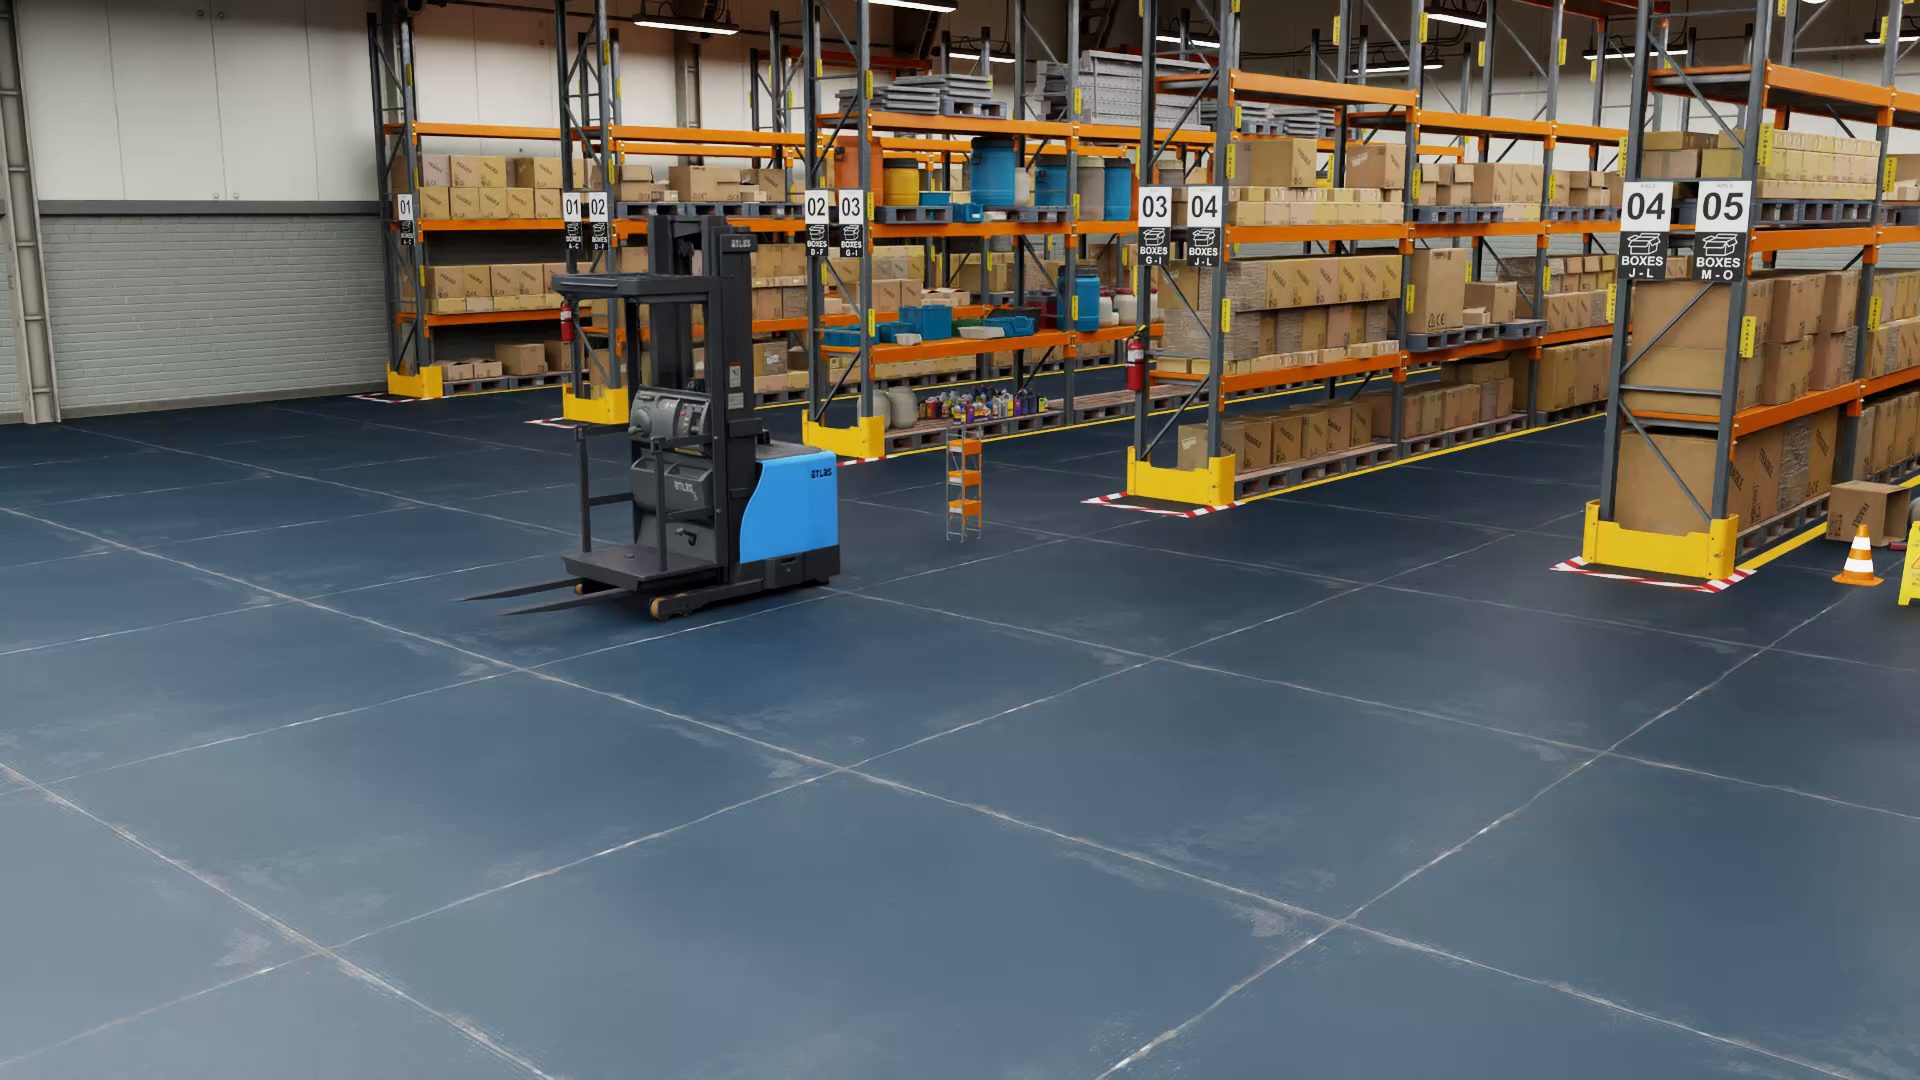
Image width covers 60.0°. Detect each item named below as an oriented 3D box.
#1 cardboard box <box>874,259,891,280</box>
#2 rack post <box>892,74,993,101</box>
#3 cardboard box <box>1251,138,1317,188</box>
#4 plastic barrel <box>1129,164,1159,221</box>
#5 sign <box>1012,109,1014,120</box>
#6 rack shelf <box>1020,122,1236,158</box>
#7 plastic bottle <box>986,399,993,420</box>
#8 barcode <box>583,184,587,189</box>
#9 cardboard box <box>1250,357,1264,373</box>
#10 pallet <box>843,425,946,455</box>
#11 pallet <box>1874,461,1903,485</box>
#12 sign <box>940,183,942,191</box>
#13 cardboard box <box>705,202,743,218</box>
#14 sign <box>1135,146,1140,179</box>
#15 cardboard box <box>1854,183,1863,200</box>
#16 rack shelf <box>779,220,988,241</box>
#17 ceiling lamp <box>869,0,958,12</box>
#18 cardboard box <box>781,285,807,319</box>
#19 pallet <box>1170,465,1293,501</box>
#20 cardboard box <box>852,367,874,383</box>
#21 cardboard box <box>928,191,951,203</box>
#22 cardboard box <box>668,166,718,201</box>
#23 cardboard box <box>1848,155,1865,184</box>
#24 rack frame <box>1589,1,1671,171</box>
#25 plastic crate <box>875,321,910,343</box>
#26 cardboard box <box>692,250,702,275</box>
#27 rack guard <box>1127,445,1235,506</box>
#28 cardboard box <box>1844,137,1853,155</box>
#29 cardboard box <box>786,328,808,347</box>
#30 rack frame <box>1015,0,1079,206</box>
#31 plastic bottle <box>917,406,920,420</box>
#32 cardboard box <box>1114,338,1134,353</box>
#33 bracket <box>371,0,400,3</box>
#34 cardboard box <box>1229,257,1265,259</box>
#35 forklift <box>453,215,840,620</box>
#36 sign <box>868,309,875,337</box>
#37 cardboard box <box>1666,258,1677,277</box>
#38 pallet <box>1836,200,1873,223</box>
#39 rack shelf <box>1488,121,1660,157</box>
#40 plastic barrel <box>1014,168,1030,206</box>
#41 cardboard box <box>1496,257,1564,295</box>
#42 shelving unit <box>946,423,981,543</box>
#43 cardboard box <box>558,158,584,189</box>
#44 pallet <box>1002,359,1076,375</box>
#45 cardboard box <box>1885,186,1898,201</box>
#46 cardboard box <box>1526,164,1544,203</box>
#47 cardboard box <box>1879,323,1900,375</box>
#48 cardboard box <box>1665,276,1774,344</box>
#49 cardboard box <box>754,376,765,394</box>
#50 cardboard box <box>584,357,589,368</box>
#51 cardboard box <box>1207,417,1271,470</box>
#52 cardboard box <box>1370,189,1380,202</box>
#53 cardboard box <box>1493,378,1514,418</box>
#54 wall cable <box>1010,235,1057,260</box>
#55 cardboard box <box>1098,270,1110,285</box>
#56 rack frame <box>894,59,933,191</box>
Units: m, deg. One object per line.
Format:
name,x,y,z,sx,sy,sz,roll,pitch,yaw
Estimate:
cardboard box,-1.771,-5.540,34.264,0.500,0.500,0.500,10,15,40
rack post,-0.212,-5.733,21.170,0.937,0.300,0.954,9,15,39
cardboard box,3.436,-3.993,17.633,0.500,0.500,0.500,10,15,40
plastic barrel,2.676,-5.208,24.913,0.600,0.830,0.708,10,15,40
sign,1.240,-9.724,38.170,0.100,0.325,0.005,10,15,40
rack shelf,2.493,-5.814,24.244,1.077,0.370,4.000,10,15,40
plastic bottle,0.389,-1.738,22.136,0.097,0.271,0.097,0,11,0
barcode,-5.349,-5.042,23.695,0.001,0.075,0.075,10,15,40
cardboard box,2.976,-1.855,17.522,0.380,0.149,0.250,10,15,40
pallet,-0.912,-1.307,21.257,1.003,0.211,1.213,10,15,40
pallet,9.810,-0.767,18.550,1.003,0.211,1.213,10,15,40
sign,-0.311,-6.152,29.413,0.100,0.325,0.005,10,15,40
cardboard box,-4.554,-6.349,31.407,0.637,0.503,0.797,-10,15,-40
sign,1.849,-3.878,17.090,0.100,0.325,0.005,10,15,40
cardboard box,8.217,-3.263,15.585,0.380,0.149,0.250,10,15,41
rack shelf,-1.225,-5.181,27.708,1.077,0.370,4.000,10,15,40
ceiling lamp,-0.607,-9.203,23.447,0.800,3.185,2.000,10,15,40
cardboard box,-2.834,-3.751,26.117,0.700,0.500,0.500,9,15,39
pallet,2.866,-0.657,18.001,1.003,0.211,1.213,10,15,40
cardboard box,-1.755,-2.728,27.198,0.500,0.250,0.500,10,15,42
cardboard box,-0.495,-5.807,28.316,0.500,0.250,0.500,10,15,42
cardboard box,-3.884,-5.183,24.199,0.500,0.500,0.500,10,15,40
cardboard box,8.086,-3.449,15.497,0.500,0.250,0.500,10,15,40
rack frame,10.174,-6.606,25.348,1.000,3.000,0.127,10,15,40
plastic crate,-0.929,-2.673,21.354,0.499,0.251,0.408,10,15,40
cardboard box,-4.158,-4.092,24.512,0.700,0.500,0.500,10,15,41
rack guard,2.303,-0.684,17.397,1.175,0.500,0.348,10,15,40
cardboard box,7.882,-3.580,15.136,0.380,0.149,0.250,10,15,41
cardboard box,-3.045,-4.240,33.234,0.750,0.750,0.750,10,15,40
rack frame,1.173,-6.069,22.661,1.000,3.000,0.127,10,15,40
plastic bottle,-0.584,-1.709,22.170,0.097,0.201,0.097,0,11,0
cardboard box,3.175,-3.876,32.740,0.500,0.311,0.500,10,15,40
bracket,-9.104,-8.634,26.315,0.235,0.232,0.430,10,15,40
cardboard box,3.088,-2.844,18.263,0.500,0.500,0.500,10,15,40
forklift,-2.363,-0.959,12.570,1.130,2.935,3.031,11,16,43
sign,-1.057,-2.603,19.916,0.100,0.325,0.005,10,15,40
cardboard box,11.013,-4.213,26.393,0.500,0.500,0.500,10,15,40
pallet,8.005,-3.139,15.876,1.003,0.211,1.213,10,15,40
rack shelf,8.854,-5.763,23.984,1.077,0.370,4.000,10,15,40
plastic barrel,0.741,-4.821,22.713,0.421,0.512,0.421,0,11,0
cardboard box,8.029,-3.722,23.409,0.797,0.503,0.637,10,15,42
shelving unit,0.035,-0.523,15.187,0.215,1.050,0.252,10,15,40
cardboard box,-6.752,-6.237,28.301,0.500,0.500,0.500,11,16,43
pallet,1.422,-3.273,31.097,1.003,0.211,1.213,10,15,40
cardboard box,9.423,-3.554,17.041,0.250,0.149,0.380,10,15,40
cardboard box,7.407,-4.738,22.123,0.500,0.500,0.500,10,15,42
cardboard box,9.435,-1.997,17.333,0.500,0.500,0.500,10,15,41
cardboard box,6.480,-1.988,14.404,0.875,0.550,0.550,10,15,40
cardboard box,-3.344,-2.382,25.463,0.500,0.250,0.500,10,15,40
cardboard box,-6.600,-3.152,29.483,0.380,0.166,0.250,7,14,33
cardboard box,3.047,-1.061,18.211,0.500,0.500,0.500,-7,13,-33
cardboard box,4.550,-3.919,18.919,0.380,0.149,0.250,9,14,38
cardboard box,7.107,-1.964,22.684,0.700,0.500,0.500,9,14,37
wall cable,1.787,-6.983,39.957,0.084,1.984,1.851,10,15,40
cardboard box,2.873,-5.101,32.875,0.500,0.500,0.500,10,15,41
rack frame,-0.988,-8.527,34.967,1.000,3.000,0.127,10,15,40
